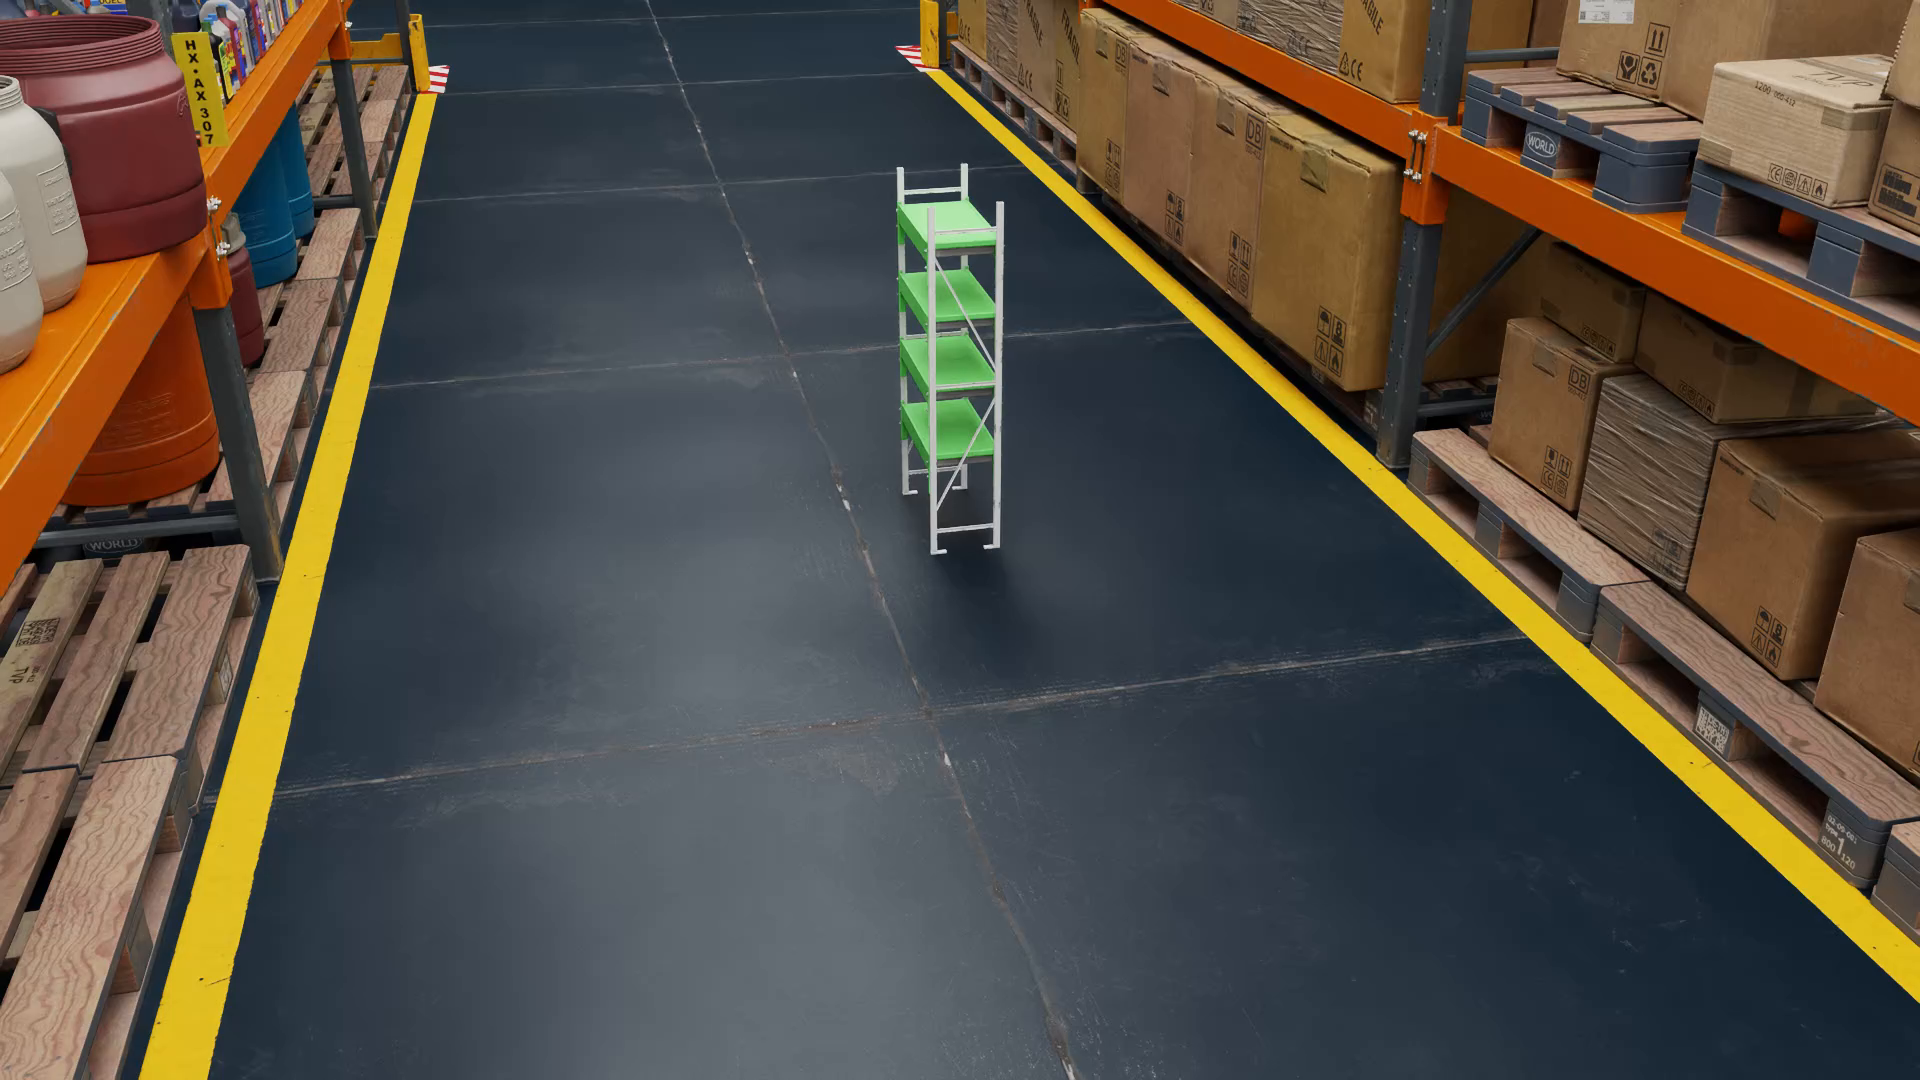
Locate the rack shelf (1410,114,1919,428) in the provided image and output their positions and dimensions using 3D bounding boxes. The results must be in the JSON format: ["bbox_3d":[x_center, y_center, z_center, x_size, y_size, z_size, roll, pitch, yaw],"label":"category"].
[{"bbox_3d":[2.540,-0.475,4.161,1.077,0.370,4.000,-6,27,-12],"label":"rack shelf"}]

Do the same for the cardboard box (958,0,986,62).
[{"bbox_3d":[0.509,-4.153,12.540,0.875,0.875,0.875,-6,27,-12],"label":"cardboard box"}]

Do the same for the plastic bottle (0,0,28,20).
[{"bbox_3d":[-3.496,-1.860,6.160,0.144,0.351,0.185,-6,27,-12],"label":"plastic bottle"}]

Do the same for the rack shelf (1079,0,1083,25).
[{"bbox_3d":[0.737,-3.987,11.119,1.077,0.370,4.000,-6,27,-12],"label":"rack shelf"}]

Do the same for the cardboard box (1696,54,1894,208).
[{"bbox_3d":[2.243,-1.036,4.174,0.500,0.250,0.500,-7,28,-13],"label":"cardboard box"}]

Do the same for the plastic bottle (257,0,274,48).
[{"bbox_3d":[-2.955,-2.189,6.896,0.152,0.276,0.135,-6,27,-12],"label":"plastic bottle"}]

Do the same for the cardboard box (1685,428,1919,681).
[{"bbox_3d":[2.532,0.027,4.653,0.700,0.500,0.500,-4,27,-7],"label":"cardboard box"}]

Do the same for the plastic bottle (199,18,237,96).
[{"bbox_3d":[-2.705,-1.754,6.038,0.097,0.271,0.097,0,27,0],"label":"plastic bottle"}]

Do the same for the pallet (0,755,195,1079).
[{"bbox_3d":[-2.328,0.952,3.630,1.003,0.211,1.213,-6,27,-12],"label":"pallet"}]

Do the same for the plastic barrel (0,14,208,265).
[{"bbox_3d":[-2.336,-1.059,4.369,0.600,0.536,0.708,-6,27,-12],"label":"plastic barrel"}]

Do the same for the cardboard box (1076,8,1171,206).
[{"bbox_3d":[1.352,-2.391,9.049,1.225,0.875,0.875,-6,27,-11],"label":"cardboard box"}]

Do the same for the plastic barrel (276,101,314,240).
[{"bbox_3d":[-3.532,-1.938,8.123,0.600,0.901,0.708,-6,27,-12],"label":"plastic barrel"}]

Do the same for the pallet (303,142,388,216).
[{"bbox_3d":[-3.841,-2.002,9.481,1.003,0.211,1.213,-6,27,-12],"label":"pallet"}]

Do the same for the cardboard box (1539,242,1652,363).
[{"bbox_3d":[2.270,-0.799,5.457,0.500,0.250,0.500,-5,27,-9],"label":"cardboard box"}]

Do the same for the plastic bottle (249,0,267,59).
[{"bbox_3d":[-2.859,-2.096,6.703,0.061,0.283,0.133,-6,27,-12],"label":"plastic bottle"}]

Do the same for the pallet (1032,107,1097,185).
[{"bbox_3d":[1.093,-2.527,10.523,1.003,0.211,1.213,-6,27,-12],"label":"pallet"}]

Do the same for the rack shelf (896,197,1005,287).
[{"bbox_3d":[-0.037,-0.980,5.436,0.258,0.148,0.480,-6,27,-12],"label":"rack shelf"}]

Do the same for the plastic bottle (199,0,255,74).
[{"bbox_3d":[-2.831,-1.948,6.418,0.152,0.276,0.135,-6,27,-12],"label":"plastic bottle"}]

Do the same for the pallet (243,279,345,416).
[{"bbox_3d":[-3.226,-0.803,7.107,1.003,0.211,1.213,-6,27,-12],"label":"pallet"}]

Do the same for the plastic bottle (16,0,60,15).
[{"bbox_3d":[-3.568,-1.999,6.437,0.144,0.351,0.185,-6,27,-12],"label":"plastic bottle"}]

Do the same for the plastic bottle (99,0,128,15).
[{"bbox_3d":[-3.548,-2.239,6.995,0.152,0.276,0.135,-6,27,-12],"label":"plastic bottle"}]

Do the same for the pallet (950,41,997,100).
[{"bbox_3d":[0.543,-3.599,12.646,1.003,0.211,1.213,-6,27,-12],"label":"pallet"}]

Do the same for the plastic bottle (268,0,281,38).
[{"bbox_3d":[-3.008,-2.291,7.098,0.152,0.276,0.135,-6,27,-12],"label":"plastic bottle"}]

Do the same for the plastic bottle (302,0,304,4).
[{"bbox_3d":[-3.181,-2.651,7.893,0.097,0.201,0.097,0,27,0],"label":"plastic bottle"}]

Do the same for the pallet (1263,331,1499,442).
[{"bbox_3d":[1.985,-0.783,7.068,1.003,0.211,1.213,-6,27,-12],"label":"pallet"}]

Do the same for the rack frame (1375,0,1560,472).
[{"bbox_3d":[2.089,-1.675,5.739,1.000,3.000,0.127,-6,27,-12],"label":"rack frame"}]

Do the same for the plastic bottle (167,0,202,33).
[{"bbox_3d":[-2.981,-1.977,6.393,0.144,0.351,0.185,-6,27,-12],"label":"plastic bottle"}]

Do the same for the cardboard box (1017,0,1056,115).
[{"bbox_3d":[0.914,-3.362,10.975,0.875,0.875,0.875,-6,27,-12],"label":"cardboard box"}]

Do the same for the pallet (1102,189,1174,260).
[{"bbox_3d":[1.435,-1.855,9.190,1.003,0.211,1.213,-6,27,-12],"label":"pallet"}]

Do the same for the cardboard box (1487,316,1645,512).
[{"bbox_3d":[2.260,-0.463,5.624,0.700,0.500,0.500,-7,28,-14],"label":"cardboard box"}]

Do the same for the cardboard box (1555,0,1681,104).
[{"bbox_3d":[2.250,-1.674,5.160,0.500,0.500,0.500,-9,28,-18],"label":"cardboard box"}]

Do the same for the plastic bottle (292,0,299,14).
[{"bbox_3d":[-3.152,-2.572,7.654,0.152,0.276,0.135,-6,27,-12],"label":"plastic bottle"}]

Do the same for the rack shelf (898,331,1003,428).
[{"bbox_3d":[-0.037,-0.551,5.652,0.258,0.148,0.480,-6,27,-12],"label":"rack shelf"}]

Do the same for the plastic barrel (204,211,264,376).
[{"bbox_3d":[-3.118,-0.991,6.595,0.600,0.588,0.708,-6,27,-12],"label":"plastic barrel"}]

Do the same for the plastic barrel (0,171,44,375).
[{"bbox_3d":[-2.201,-0.607,3.499,0.421,0.512,0.421,0,27,0],"label":"plastic barrel"}]

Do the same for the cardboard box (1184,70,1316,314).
[{"bbox_3d":[1.761,-1.611,7.504,1.225,0.875,0.875,-6,27,-11],"label":"cardboard box"}]

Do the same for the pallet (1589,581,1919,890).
[{"bbox_3d":[2.536,0.448,4.628,1.003,0.211,1.213,-6,27,-12],"label":"pallet"}]

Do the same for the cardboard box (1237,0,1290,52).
[{"bbox_3d":[1.510,-2.358,6.981,0.500,0.500,0.500,-7,28,-13],"label":"cardboard box"}]

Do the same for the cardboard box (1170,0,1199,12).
[{"bbox_3d":[1.275,-2.808,7.872,0.500,0.500,0.500,-7,28,-13],"label":"cardboard box"}]

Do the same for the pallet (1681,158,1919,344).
[{"bbox_3d":[2.575,-0.724,4.068,1.003,0.211,1.213,-6,27,-12],"label":"pallet"}]

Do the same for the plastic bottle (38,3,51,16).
[{"bbox_3d":[-3.402,-1.851,6.218,0.061,0.283,0.133,-6,27,-12],"label":"plastic bottle"}]

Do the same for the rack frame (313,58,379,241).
[{"bbox_3d":[-3.638,-2.928,8.221,1.000,3.000,0.127,-6,27,-12],"label":"rack frame"}]

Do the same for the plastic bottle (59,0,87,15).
[{"bbox_3d":[-3.460,-1.995,6.517,0.097,0.271,0.097,0,27,0],"label":"plastic bottle"}]

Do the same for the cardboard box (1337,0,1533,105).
[{"bbox_3d":[1.737,-1.911,6.096,0.500,0.500,0.500,-5,27,-10],"label":"cardboard box"}]

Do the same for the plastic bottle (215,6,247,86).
[{"bbox_3d":[-2.735,-1.854,6.224,0.061,0.283,0.133,-6,27,-12],"label":"plastic bottle"}]

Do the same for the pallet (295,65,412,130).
[{"bbox_3d":[-4.391,-3.073,11.604,1.003,0.211,1.213,-6,27,-12],"label":"pallet"}]

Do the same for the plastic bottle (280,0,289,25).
[{"bbox_3d":[-3.070,-2.454,7.338,0.144,0.351,0.185,-6,27,-12],"label":"plastic bottle"}]

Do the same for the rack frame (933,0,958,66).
[{"bbox_3d":[0.287,-5.187,12.697,1.000,3.000,0.127,-6,27,-12],"label":"rack frame"}]

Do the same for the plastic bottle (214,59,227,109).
[{"bbox_3d":[-2.653,-1.621,5.853,0.097,0.201,0.097,0,27,0],"label":"plastic bottle"}]

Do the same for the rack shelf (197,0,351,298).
[{"bbox_3d":[-3.187,-1.728,6.644,1.077,0.370,4.000,-6,27,-12],"label":"rack shelf"}]

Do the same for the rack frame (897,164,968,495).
[{"bbox_3d":[-0.092,-0.715,5.836,0.240,1.200,0.015,-6,27,-12],"label":"rack frame"}]

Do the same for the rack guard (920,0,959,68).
[{"bbox_3d":[0.281,-4.081,13.281,1.175,0.500,0.348,-6,27,-12],"label":"rack guard"}]

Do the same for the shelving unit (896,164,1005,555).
[{"bbox_3d":[-0.037,-0.608,5.624,0.258,1.200,0.503,-6,27,-12],"label":"shelving unit"}]
